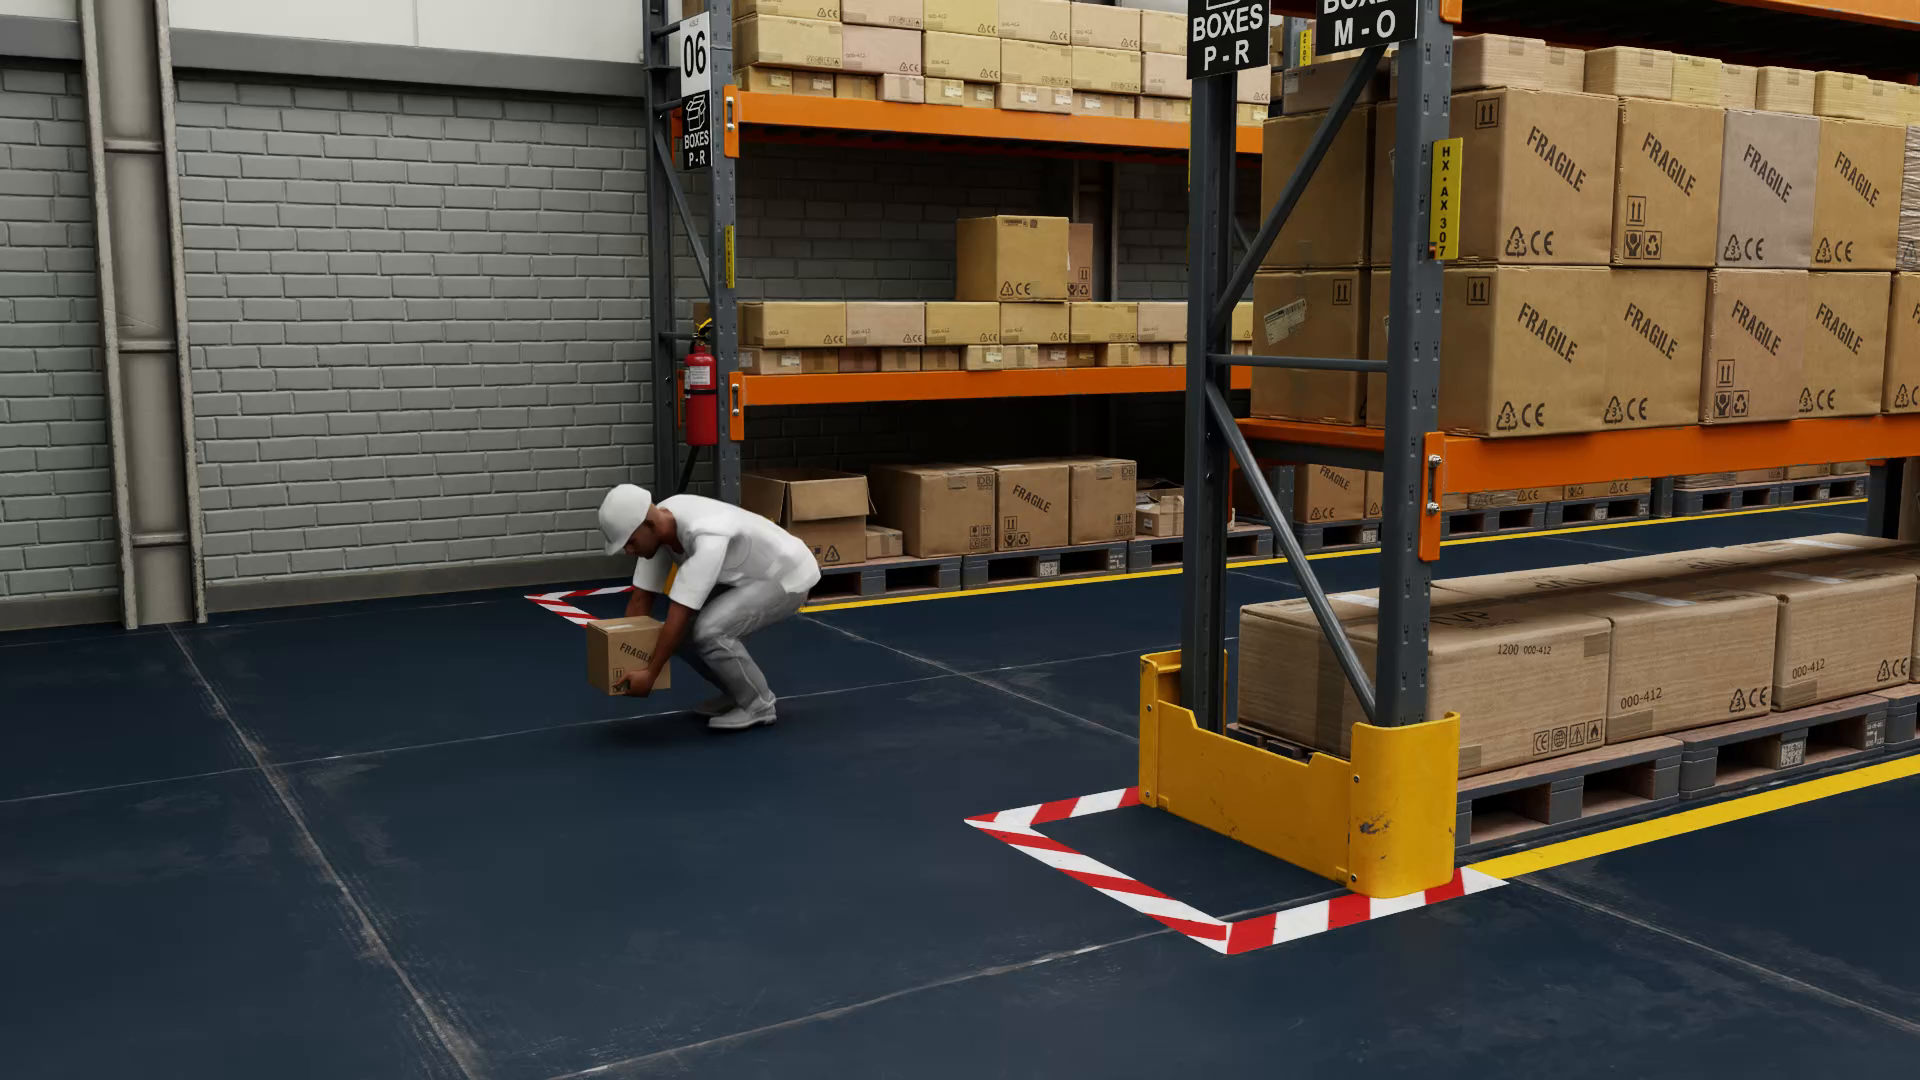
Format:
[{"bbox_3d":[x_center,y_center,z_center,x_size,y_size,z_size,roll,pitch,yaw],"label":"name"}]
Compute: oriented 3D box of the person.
[{"bbox_3d":[-0.999,0.255,6.659,0.919,1.008,0.532,-5,10,-32],"label":"person"}]
